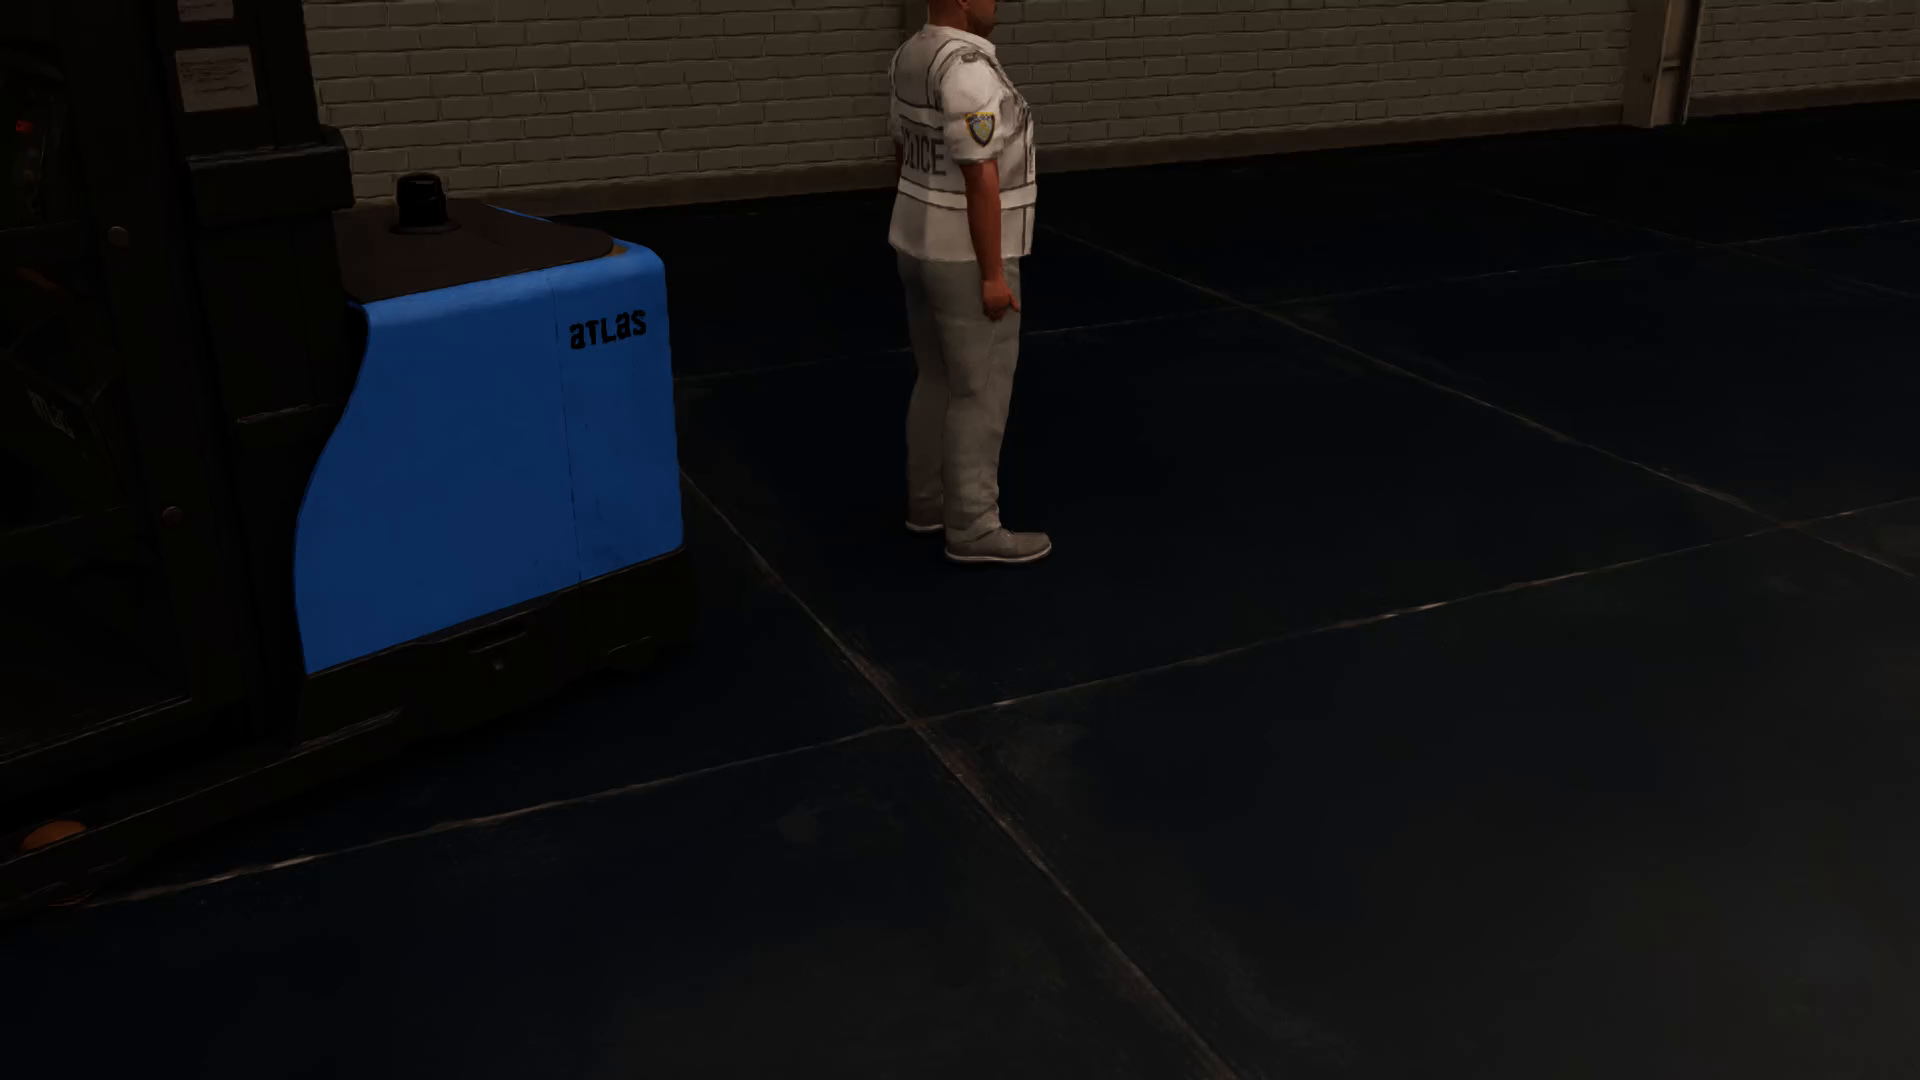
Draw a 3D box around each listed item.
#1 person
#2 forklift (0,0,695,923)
[{"bbox_3d":[0.014,-0.818,4.775,0.396,1.769,0.523,-10,25,-23],"label":"person"},{"bbox_3d":[-2.092,-0.789,3.187,1.130,2.935,3.031,21,30,41],"label":"forklift"}]
